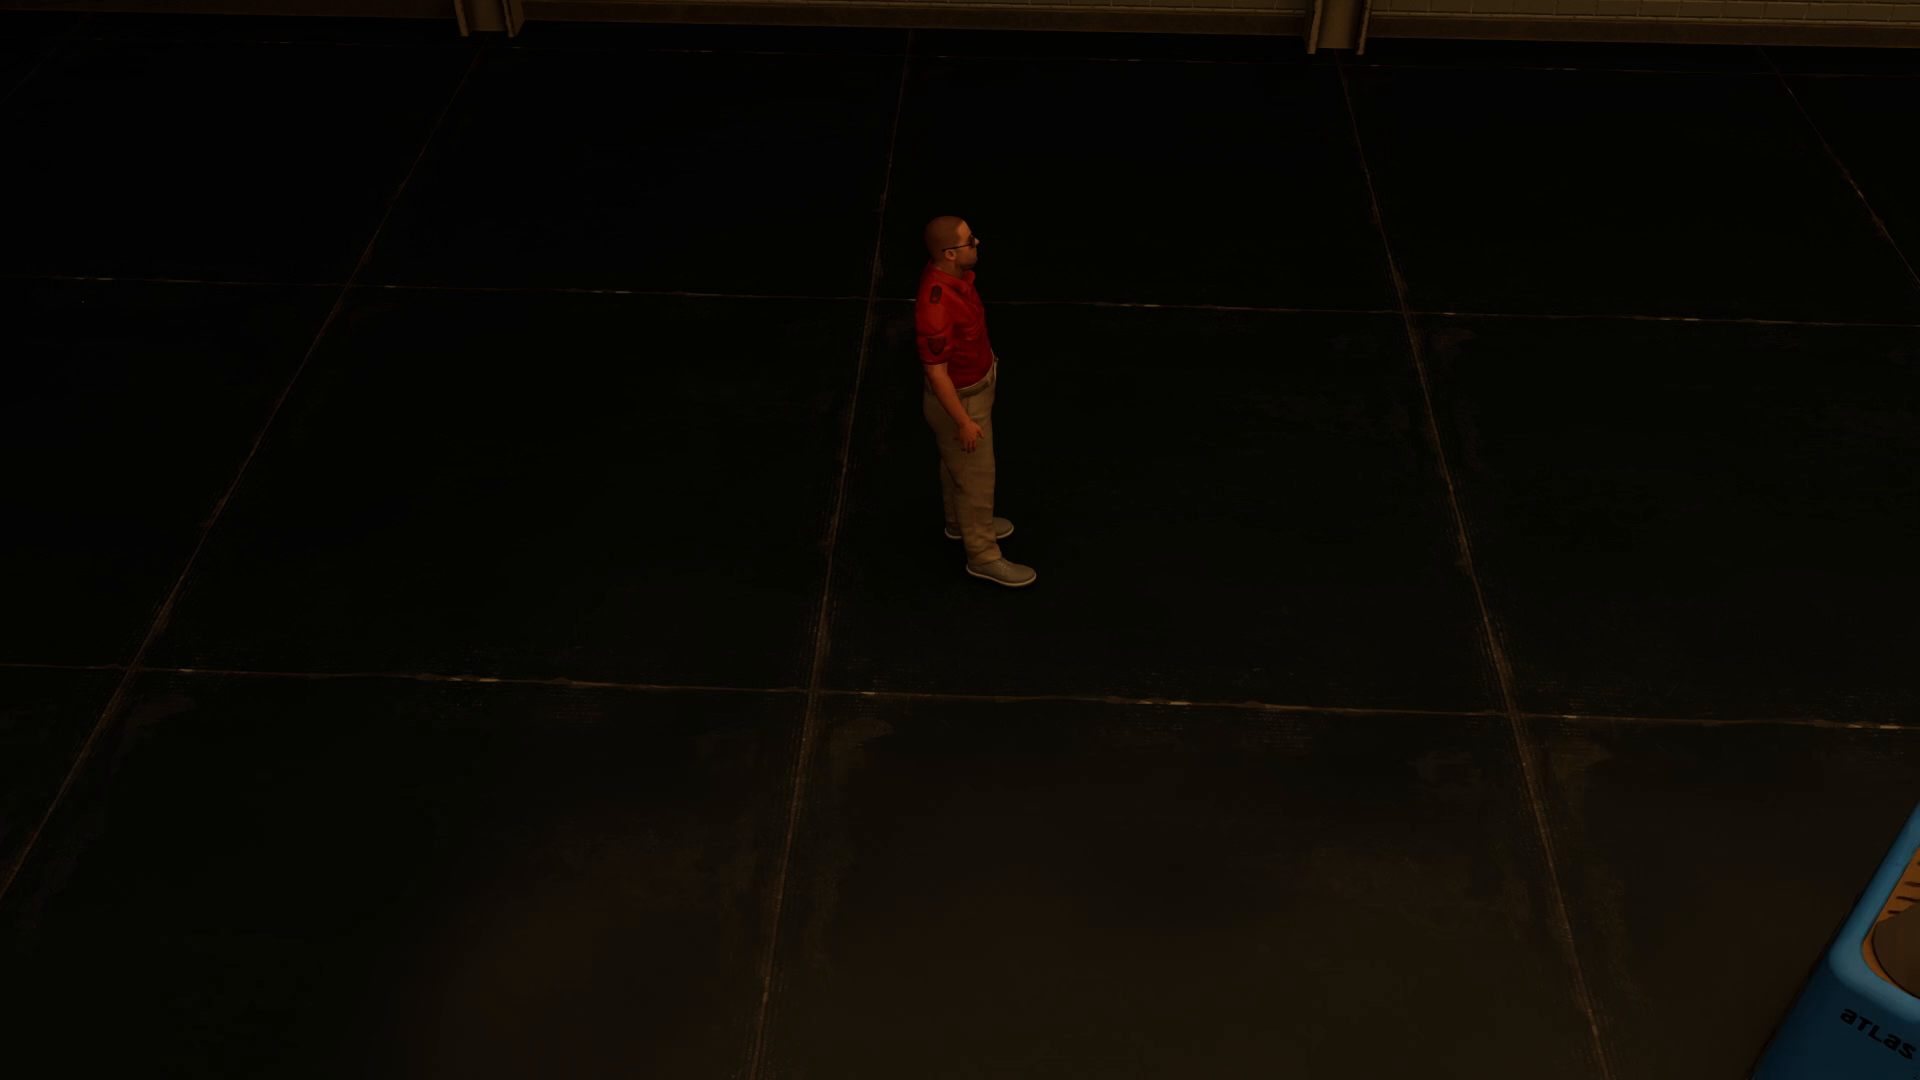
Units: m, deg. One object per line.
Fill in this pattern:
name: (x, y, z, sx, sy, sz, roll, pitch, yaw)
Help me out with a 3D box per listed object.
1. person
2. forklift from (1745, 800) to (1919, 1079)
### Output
person: (0.089, -0.634, 7.316, 0.550, 1.727, 0.641, 2, 42, 2)
forklift: (4.027, 1.387, 4.223, 3.031, 2.935, 1.130, 31, 51, 30)
